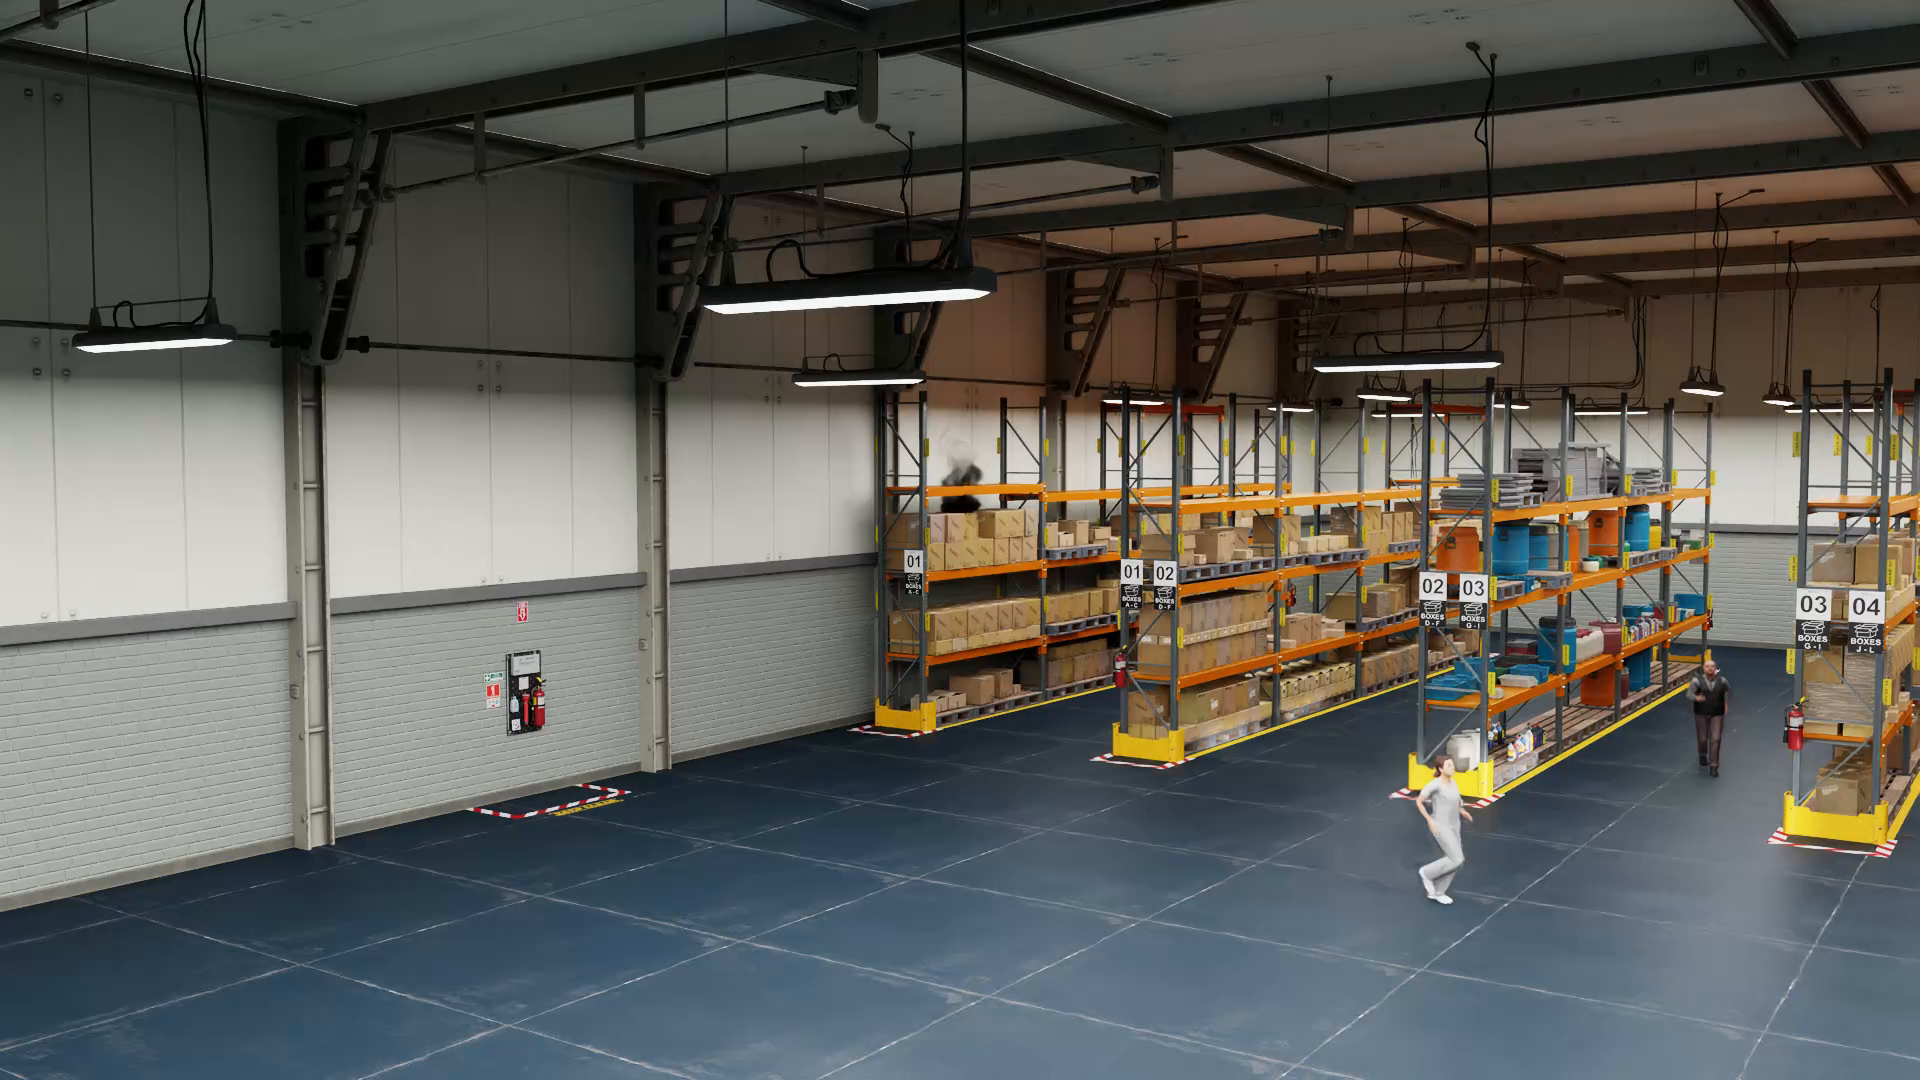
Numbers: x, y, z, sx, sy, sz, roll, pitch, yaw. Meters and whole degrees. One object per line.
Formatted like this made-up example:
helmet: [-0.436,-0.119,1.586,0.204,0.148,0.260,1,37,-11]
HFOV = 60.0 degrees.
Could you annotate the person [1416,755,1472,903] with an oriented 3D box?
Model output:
person: [5.345,3.175,18.229,0.557,1.630,0.553,-2,4,-37]

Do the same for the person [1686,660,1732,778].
person: [11.476,2.702,25.480,0.657,1.724,0.950,1,3,21]
